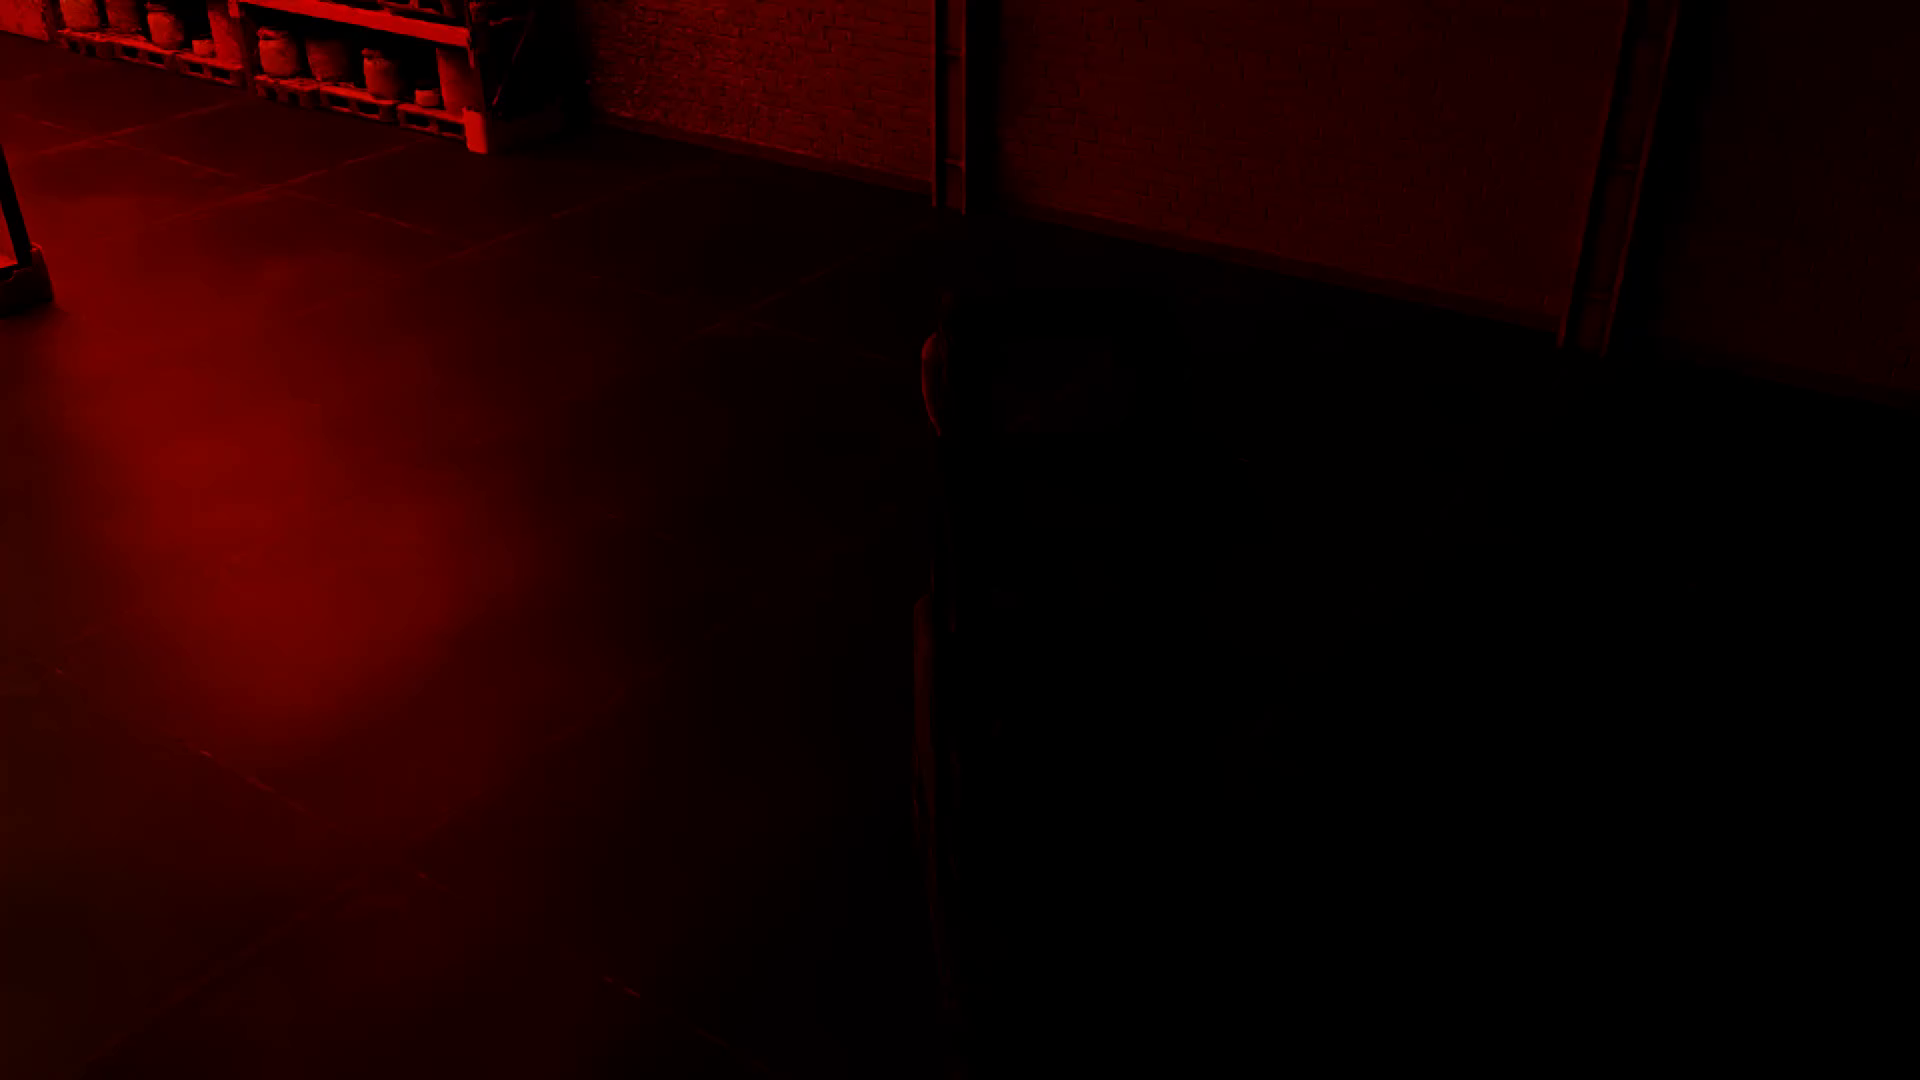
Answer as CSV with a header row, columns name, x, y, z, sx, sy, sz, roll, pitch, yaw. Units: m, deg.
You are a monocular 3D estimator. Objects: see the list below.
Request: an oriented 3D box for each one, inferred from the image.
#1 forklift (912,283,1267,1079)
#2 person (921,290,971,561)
name,x,y,z,sx,sy,sz,roll,pitch,yaw
forklift,0.462,0.620,6.514,1.130,2.935,3.031,-4,30,-6
person,0.062,-0.684,10.023,0.502,1.650,0.599,19,35,29
